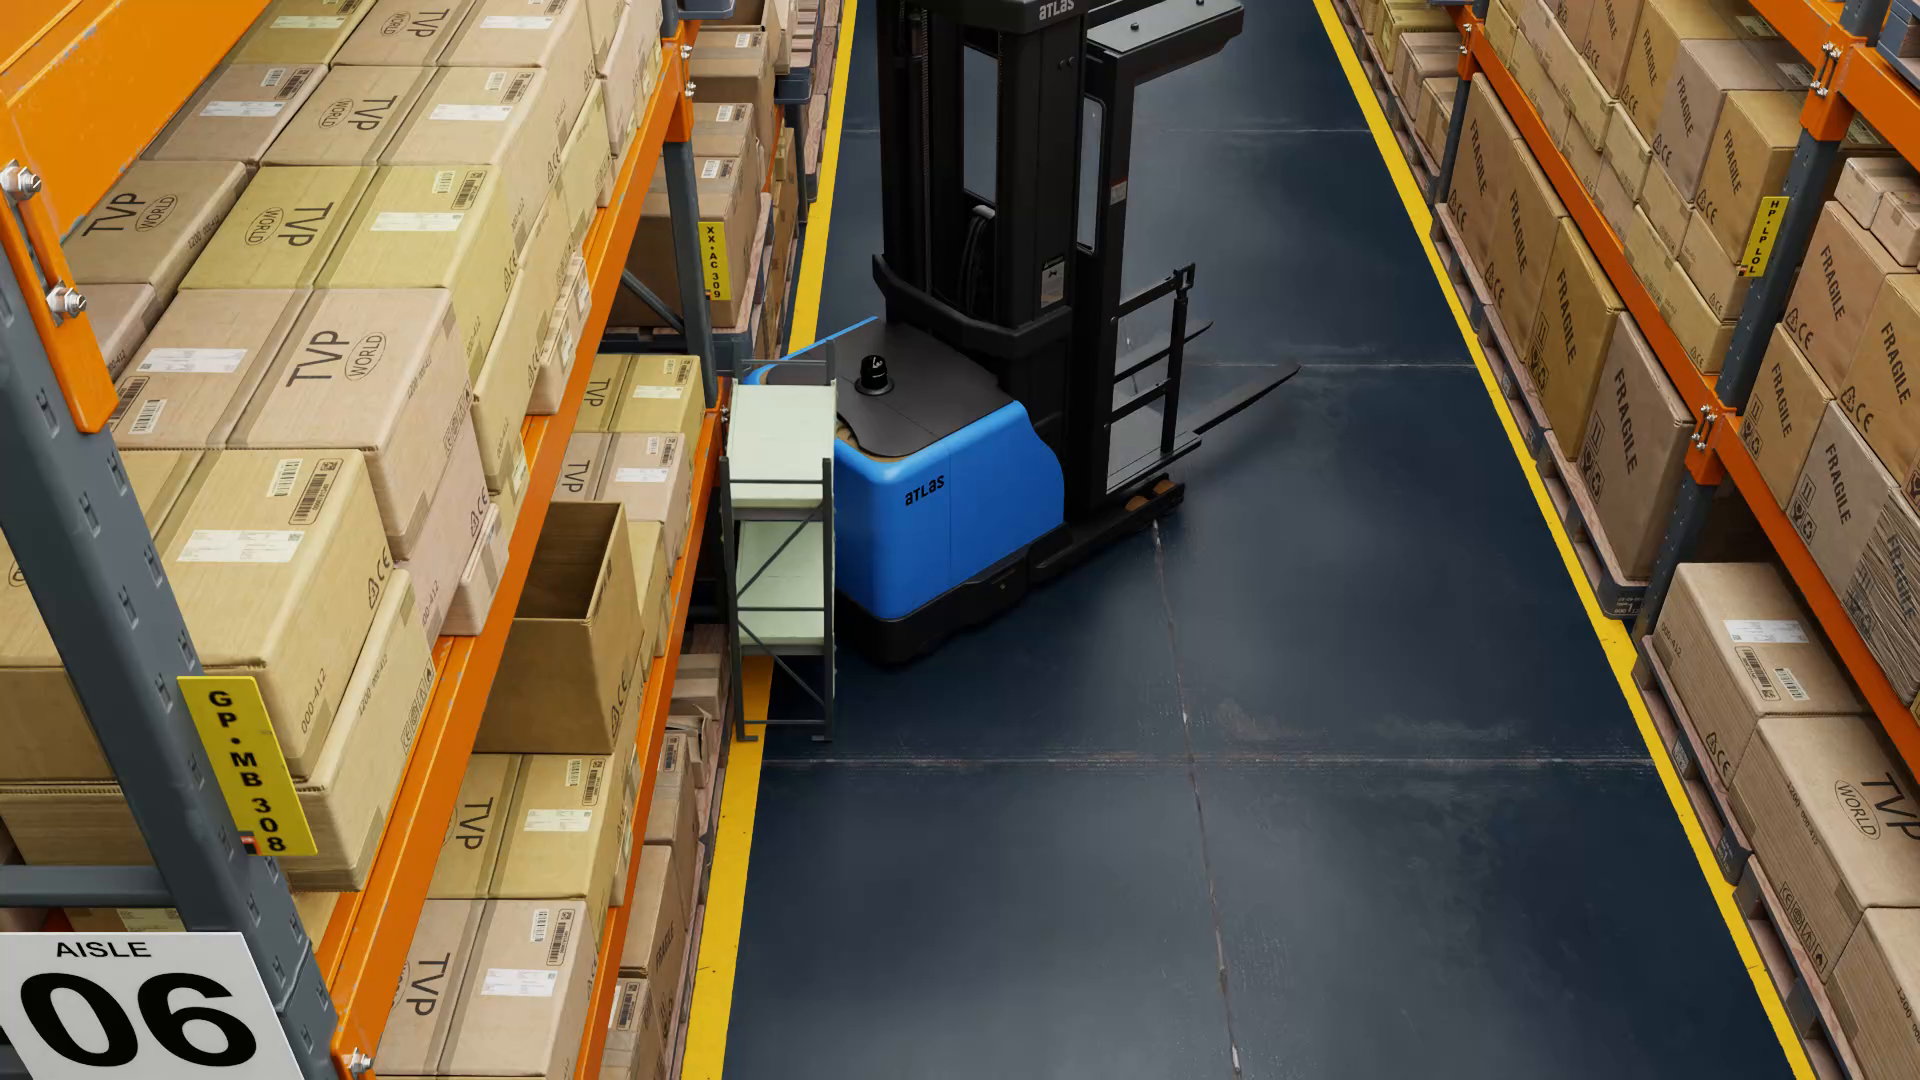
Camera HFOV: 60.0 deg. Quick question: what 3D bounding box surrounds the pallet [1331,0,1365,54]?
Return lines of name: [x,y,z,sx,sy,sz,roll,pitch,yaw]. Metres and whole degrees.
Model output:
pallet: [3.497,-4.128,12.978,1.003,0.211,1.213,0,39,0]

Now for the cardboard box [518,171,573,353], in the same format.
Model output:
cardboard box: [-1.216,-0.660,3.904,0.500,0.250,0.500,-1,39,-1]

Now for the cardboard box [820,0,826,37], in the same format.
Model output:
cardboard box: [-1.464,-4.123,12.305,0.875,0.625,0.625,0,39,0]

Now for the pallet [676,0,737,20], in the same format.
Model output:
pallet: [-1.390,-2.200,6.093,1.213,0.211,1.003,0,39,0]

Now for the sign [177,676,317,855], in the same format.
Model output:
sign: [-0.913,0.295,2.131,0.100,0.325,0.005,0,39,0]

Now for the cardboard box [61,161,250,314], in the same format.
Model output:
cardboard box: [-1.746,-0.542,3.356,0.500,0.250,0.500,0,39,0]

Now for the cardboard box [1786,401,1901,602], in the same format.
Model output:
cardboard box: [3.239,-0.131,5.680,0.500,0.500,0.500,0,39,0]

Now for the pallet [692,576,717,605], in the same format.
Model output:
pallet: [-1.499,-0.115,7.970,1.003,0.211,1.213,0,39,0]

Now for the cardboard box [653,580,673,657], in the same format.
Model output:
cardboard box: [-1.159,0.252,5.483,0.380,0.149,0.250,-1,39,-1]

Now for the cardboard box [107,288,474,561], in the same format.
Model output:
cardboard box: [-1.186,-0.212,2.945,0.500,0.250,0.500,0,39,0]

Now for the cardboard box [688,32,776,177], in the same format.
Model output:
cardboard box: [-1.238,-2.015,7.695,0.700,0.500,0.500,0,39,0]

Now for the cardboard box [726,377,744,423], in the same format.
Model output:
cardboard box: [-1.246,-0.519,7.907,0.500,0.500,0.500,-1,39,-1]

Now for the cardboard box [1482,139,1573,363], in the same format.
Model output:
cardboard box: [3.414,-1.547,8.890,0.875,0.875,0.875,0,39,1]

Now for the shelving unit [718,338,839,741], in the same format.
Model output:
shelving unit: [-0.708,0.026,6.702,0.431,1.500,0.755,0,42,-4]

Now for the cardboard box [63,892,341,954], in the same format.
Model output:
cardboard box: [-1.223,0.535,2.732,0.380,0.149,0.250,1,39,1]

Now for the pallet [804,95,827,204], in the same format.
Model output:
pallet: [-1.426,-2.623,11.099,1.003,0.211,1.213,0,39,0]

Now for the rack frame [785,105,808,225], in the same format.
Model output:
rack frame: [-1.464,-3.196,9.585,1.000,3.000,0.127,0,39,0]

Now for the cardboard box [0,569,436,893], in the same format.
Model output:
cardboard box: [-1.182,0.301,2.704,0.500,0.250,0.500,0,39,-1]

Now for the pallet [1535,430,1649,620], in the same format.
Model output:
pallet: [3.428,-0.095,7.945,1.003,0.211,1.213,0,39,0]

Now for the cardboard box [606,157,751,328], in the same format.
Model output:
cardboard box: [-1.237,-1.200,6.679,0.700,0.500,0.500,1,39,1]

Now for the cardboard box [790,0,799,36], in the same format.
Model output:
cardboard box: [-1.080,-2.851,9.020,0.380,0.149,0.250,1,39,1]

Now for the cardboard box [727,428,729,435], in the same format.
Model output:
cardboard box: [-1.194,-0.361,7.191,0.380,0.149,0.250,2,39,2]

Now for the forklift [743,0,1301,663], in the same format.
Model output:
forklift: [0.461,-1.407,7.407,3.031,2.935,1.130,-30,47,-32]

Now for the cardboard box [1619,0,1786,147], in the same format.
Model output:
cardboard box: [3.263,-2.049,7.275,0.500,0.500,0.500,1,39,1]

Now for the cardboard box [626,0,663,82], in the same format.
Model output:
cardboard box: [-1.209,-1.621,5.103,0.500,0.250,0.500,0,39,0]

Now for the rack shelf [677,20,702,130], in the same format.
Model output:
rack shelf: [-1.462,-2.835,7.311,1.077,0.370,4.000,0,39,0]

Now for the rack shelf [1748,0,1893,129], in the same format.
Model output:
rack shelf: [3.501,-2.841,7.318,1.077,0.370,4.000,0,39,0]

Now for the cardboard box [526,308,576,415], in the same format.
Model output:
cardboard box: [-1.128,-0.424,3.928,0.380,0.149,0.250,0,39,0]

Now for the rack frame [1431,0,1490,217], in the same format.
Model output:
rack frame: [3.499,-3.202,9.592,1.000,3.000,0.127,0,39,0]

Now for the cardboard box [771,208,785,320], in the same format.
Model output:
cardboard box: [-1.256,-1.480,9.106,0.500,0.500,0.500,2,39,2]

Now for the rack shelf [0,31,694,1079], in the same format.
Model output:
rack shelf: [-1.458,-0.334,4.190,1.077,0.370,4.000,0,39,0]

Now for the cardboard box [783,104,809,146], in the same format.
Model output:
cardboard box: [-1.452,-2.823,10.683,0.875,0.625,0.625,1,39,1]

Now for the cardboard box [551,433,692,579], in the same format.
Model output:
cardboard box: [-1.200,-0.120,5.629,0.500,0.250,0.500,0,39,0]

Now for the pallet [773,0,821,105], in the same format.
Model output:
pallet: [-1.394,-2.697,9.116,1.213,0.211,1.003,0,39,0]

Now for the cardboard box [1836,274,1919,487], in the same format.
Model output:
cardboard box: [3.256,-0.516,5.361,0.500,0.500,0.500,-1,39,-1]

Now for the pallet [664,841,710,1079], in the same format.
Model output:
pallet: [-1.456,1.588,5.845,1.003,0.211,1.213,0,39,0]

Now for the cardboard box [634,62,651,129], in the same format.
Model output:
cardboard box: [-1.167,-1.389,5.133,0.380,0.149,0.250,0,39,0]

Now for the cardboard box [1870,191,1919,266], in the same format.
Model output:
cardboard box: [3.261,-1.025,5.478,0.380,0.149,0.250,1,39,1]

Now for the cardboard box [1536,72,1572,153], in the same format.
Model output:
cardboard box: [3.261,-2.188,8.447,0.500,0.250,0.500,1,39,1]

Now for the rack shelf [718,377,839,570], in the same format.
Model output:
rack shelf: [-0.690,-0.265,6.442,0.431,0.370,0.720,0,42,-4]

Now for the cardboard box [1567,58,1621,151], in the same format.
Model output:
cardboard box: [3.228,-2.069,7.899,0.500,0.250,0.500,1,39,1]

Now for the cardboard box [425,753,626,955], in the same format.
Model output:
cardboard box: [-1.191,0.833,4.439,0.500,0.250,0.500,-1,39,-1]

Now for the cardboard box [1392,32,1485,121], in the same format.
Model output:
cardboard box: [3.500,-3.155,11.299,0.950,0.372,0.625,-1,39,-1]

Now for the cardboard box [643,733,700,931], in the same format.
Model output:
cardboard box: [-1.324,1.052,5.947,0.700,0.500,0.500,-1,39,-2]

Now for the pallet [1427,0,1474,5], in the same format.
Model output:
pallet: [3.392,-3.573,10.208,1.213,0.211,1.003,0,39,0]

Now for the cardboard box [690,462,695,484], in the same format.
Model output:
cardboard box: [-1.185,-0.234,6.090,0.380,0.149,0.250,1,39,1]

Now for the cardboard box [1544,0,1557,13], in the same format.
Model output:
cardboard box: [3.265,-3.012,8.476,0.500,0.500,0.500,0,39,0]

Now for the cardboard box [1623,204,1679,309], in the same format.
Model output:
cardboard box: [3.252,-1.241,7.265,0.500,0.250,0.500,-1,39,-1]

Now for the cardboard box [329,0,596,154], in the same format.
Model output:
cardboard box: [-1.217,-1.168,4.138,0.500,0.250,0.500,1,39,1]

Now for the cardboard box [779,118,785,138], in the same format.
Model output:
cardboard box: [-1.211,-2.329,9.647,0.380,0.149,0.250,-2,39,-2]

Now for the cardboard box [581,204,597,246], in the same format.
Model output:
cardboard box: [-1.209,-0.901,4.523,0.380,0.149,0.250,1,39,1]

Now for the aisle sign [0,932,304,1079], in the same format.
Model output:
aisle sign: [-1.162,0.835,2.476,0.394,0.787,0.004,0,39,0]

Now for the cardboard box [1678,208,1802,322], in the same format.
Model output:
cardboard box: [3.260,-1.112,6.705,0.500,0.250,0.500,0,39,0]

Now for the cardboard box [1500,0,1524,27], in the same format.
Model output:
cardboard box: [3.253,-3.021,9.087,0.500,0.250,0.500,0,39,0]

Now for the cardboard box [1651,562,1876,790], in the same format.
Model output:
cardboard box: [3.397,0.528,6.651,0.875,0.438,0.875,-1,39,-1]
